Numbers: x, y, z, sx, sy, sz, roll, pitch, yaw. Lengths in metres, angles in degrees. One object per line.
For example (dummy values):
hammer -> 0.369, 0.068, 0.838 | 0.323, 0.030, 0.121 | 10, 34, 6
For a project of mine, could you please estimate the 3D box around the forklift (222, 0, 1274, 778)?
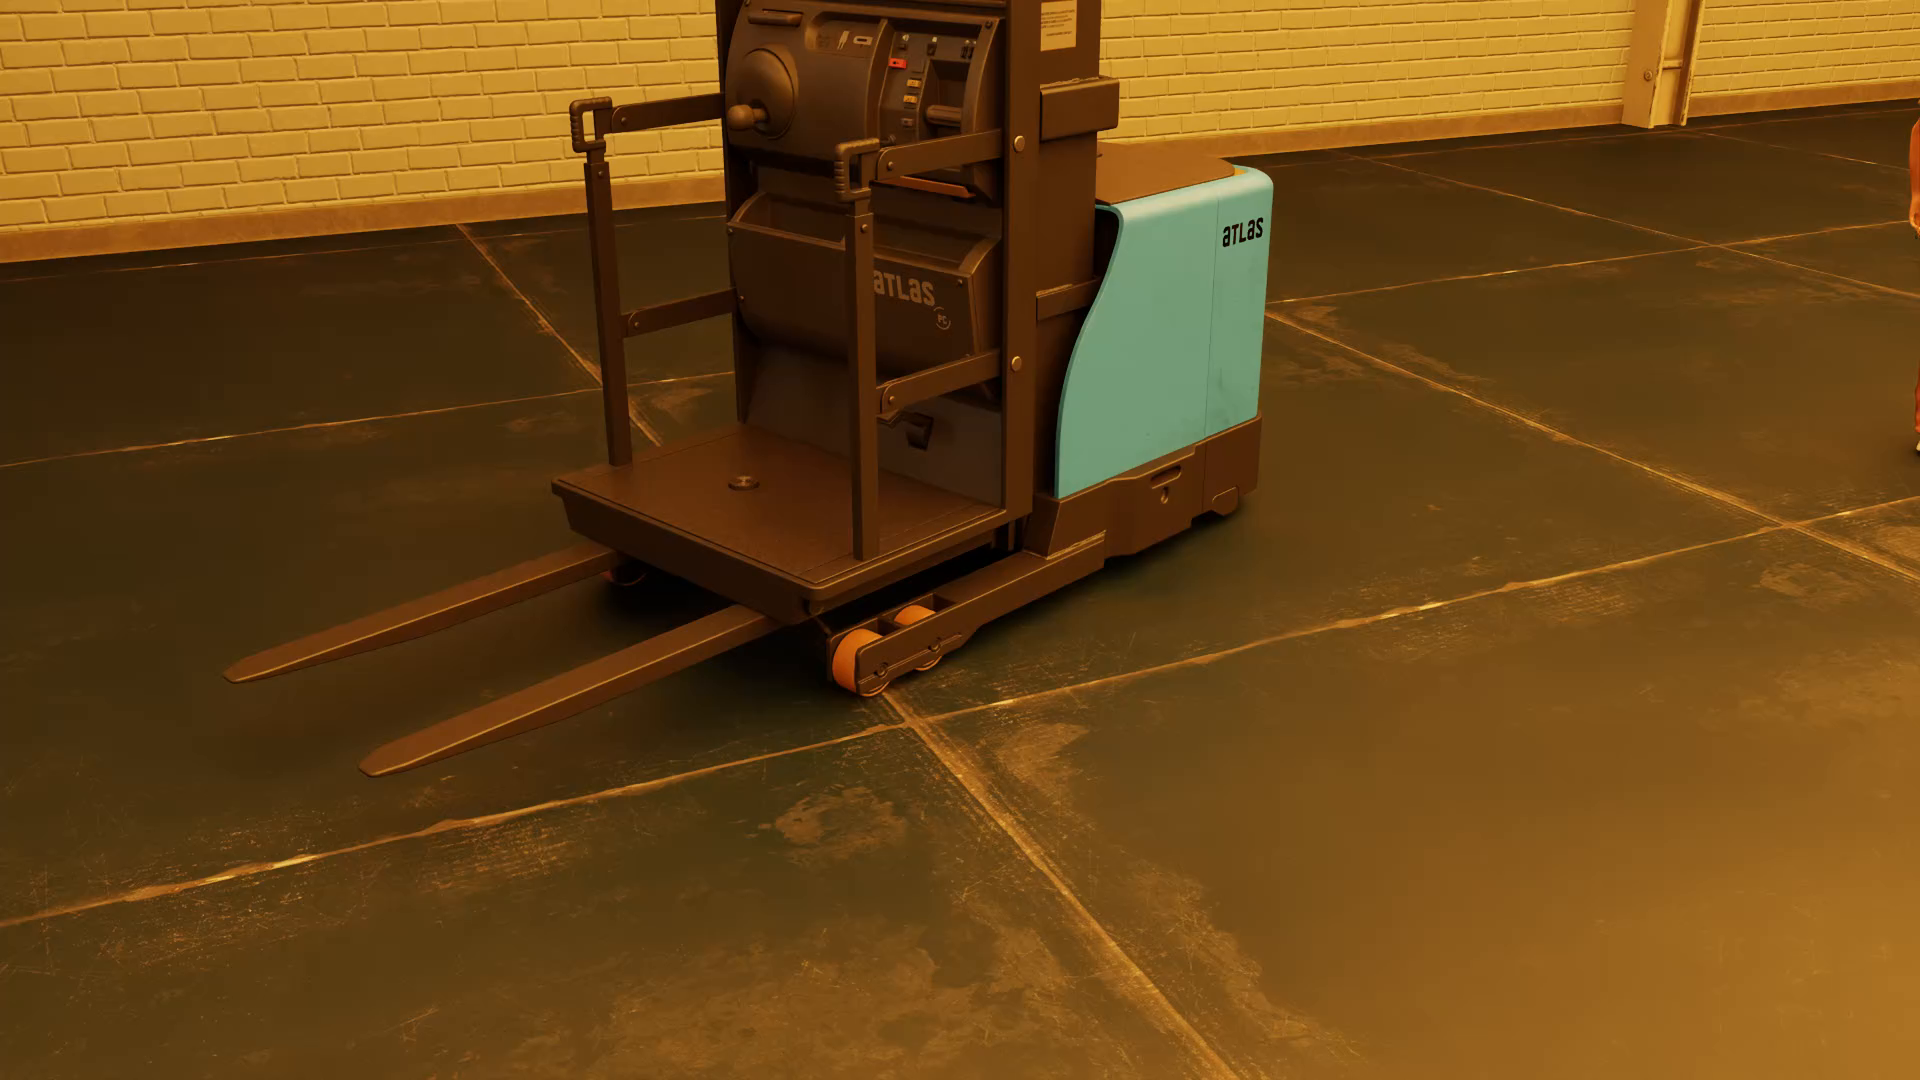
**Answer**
forklift -> -0.413, -1.182, 4.131 | 1.130, 2.935, 3.031 | 19, 29, 39

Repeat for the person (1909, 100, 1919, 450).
person -> 3.472, -1.099, 5.548 | 0.548, 1.673, 0.555 | -15, 27, -32
